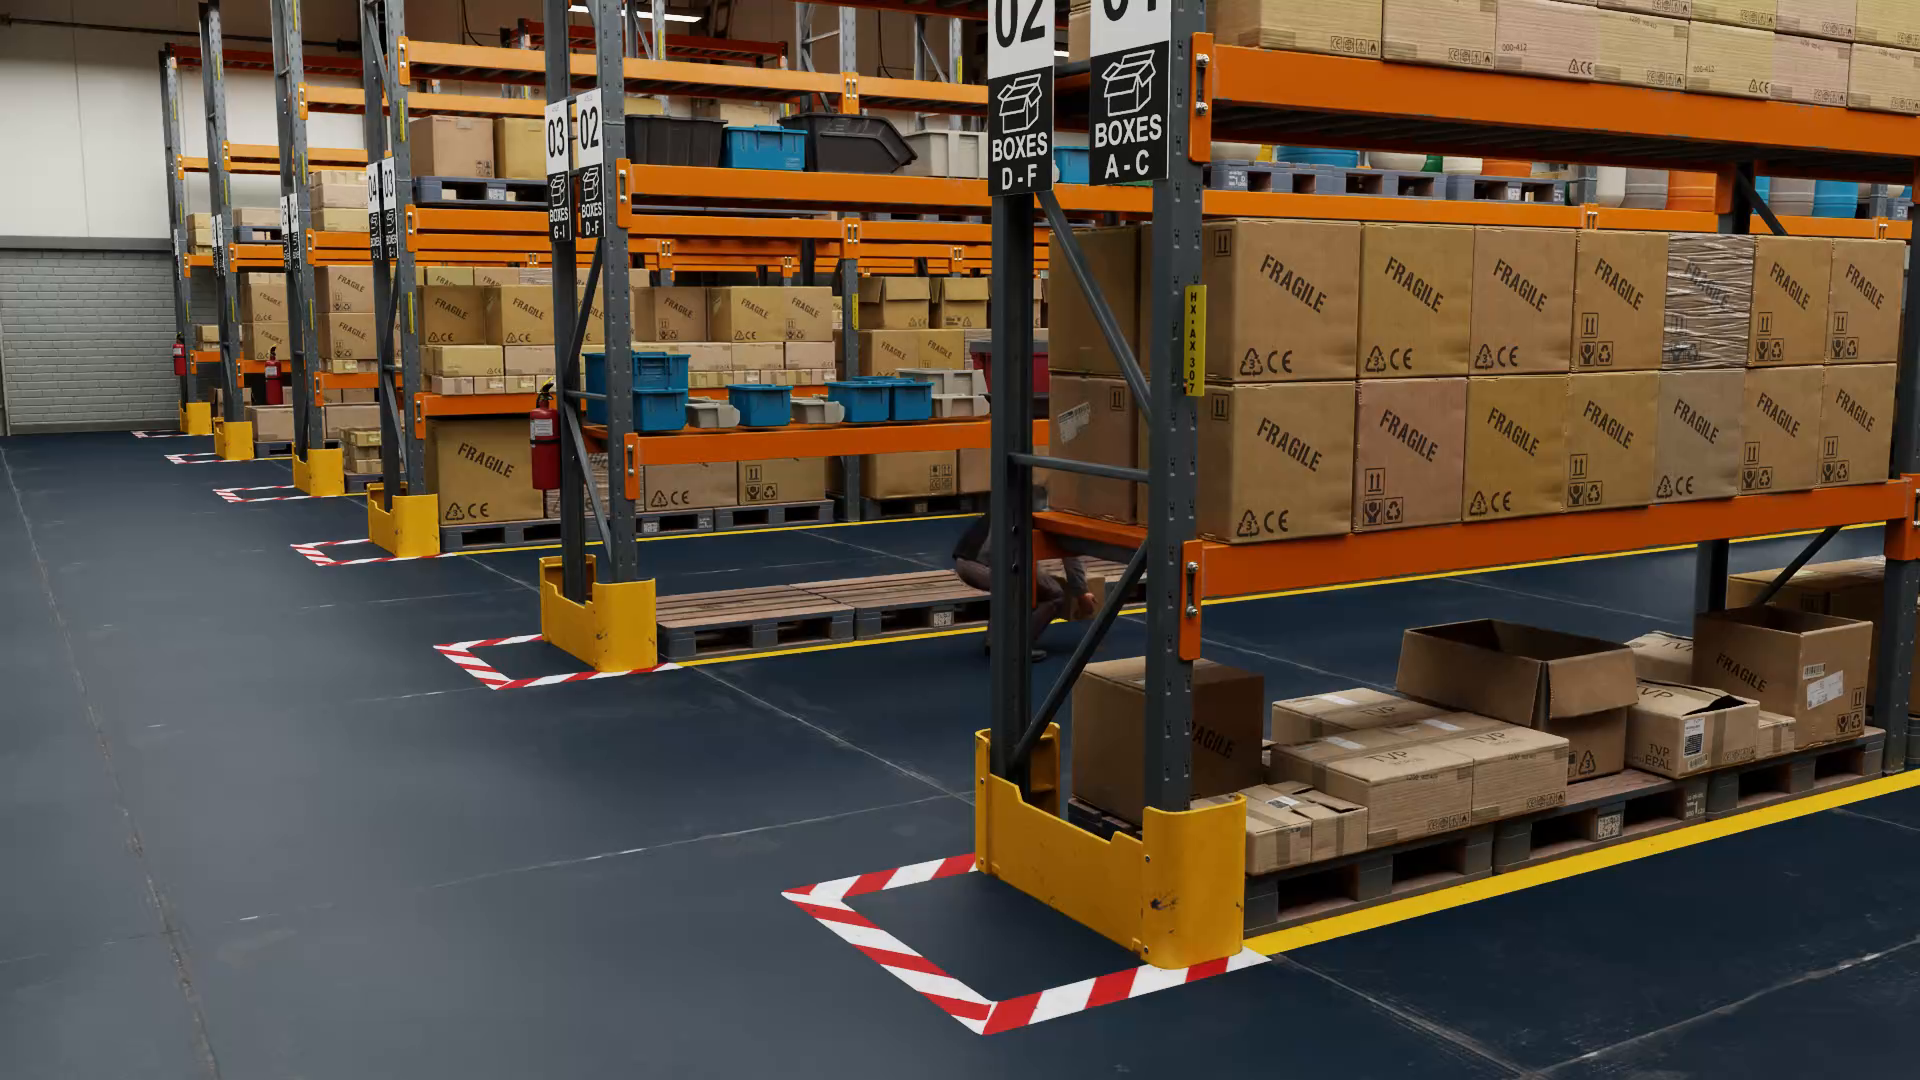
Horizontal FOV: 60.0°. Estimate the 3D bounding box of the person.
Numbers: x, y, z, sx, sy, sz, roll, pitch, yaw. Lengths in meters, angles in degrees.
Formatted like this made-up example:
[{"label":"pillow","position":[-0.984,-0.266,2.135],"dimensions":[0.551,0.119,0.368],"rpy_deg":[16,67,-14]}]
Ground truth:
[{"label":"person","position":[0.352,0.152,9.700],"dimensions":[0.837,1.062,0.553],"rpy_deg":[-5,9,-31]}]
